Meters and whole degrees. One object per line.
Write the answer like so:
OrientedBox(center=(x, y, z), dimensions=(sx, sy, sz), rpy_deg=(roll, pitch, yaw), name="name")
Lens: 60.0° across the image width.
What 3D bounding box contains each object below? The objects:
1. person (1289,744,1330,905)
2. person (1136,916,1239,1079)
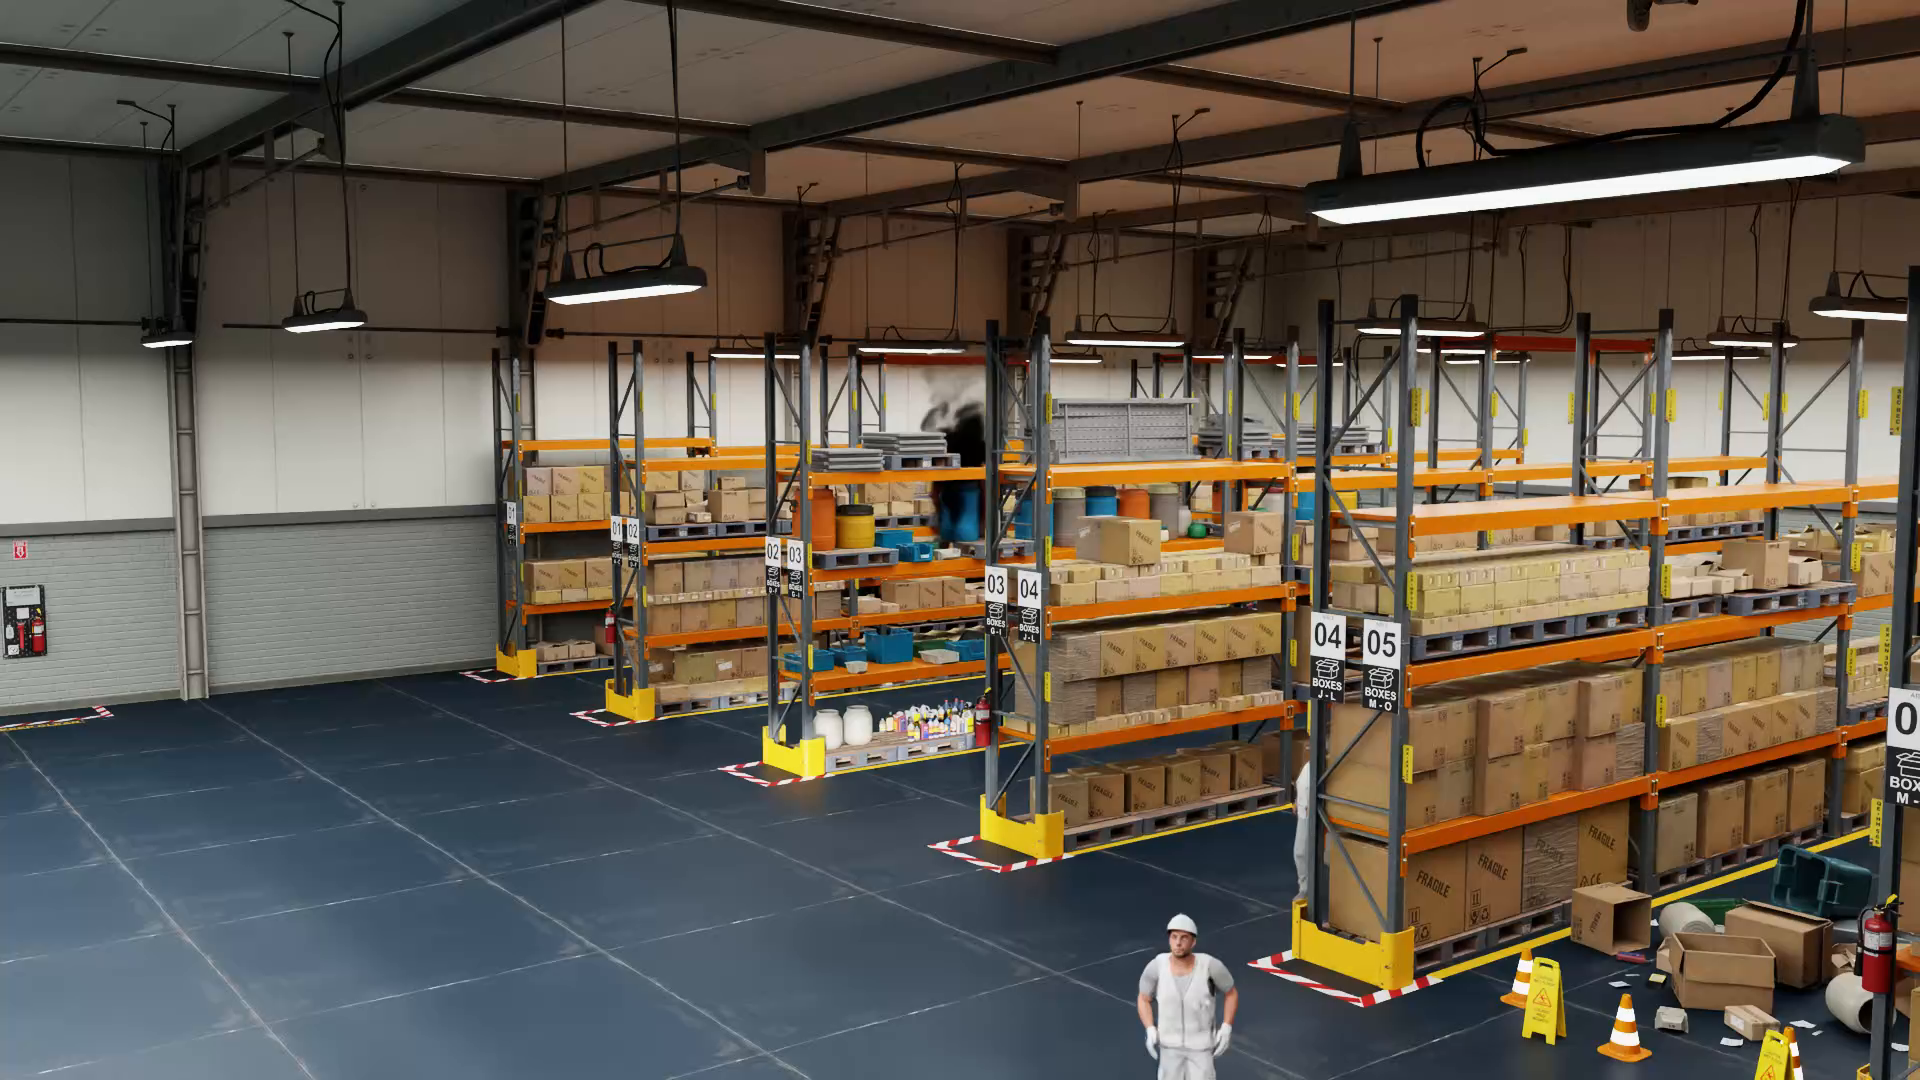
OrientedBox(center=(3.648, 2.863, 16.988), dimensions=(0.684, 1.654, 0.630), rpy_deg=(-4, 6, -39), name="person")
OrientedBox(center=(1.475, 3.341, 10.887), dimensions=(0.668, 1.742, 0.521), rpy_deg=(1, 5, 12), name="person")
